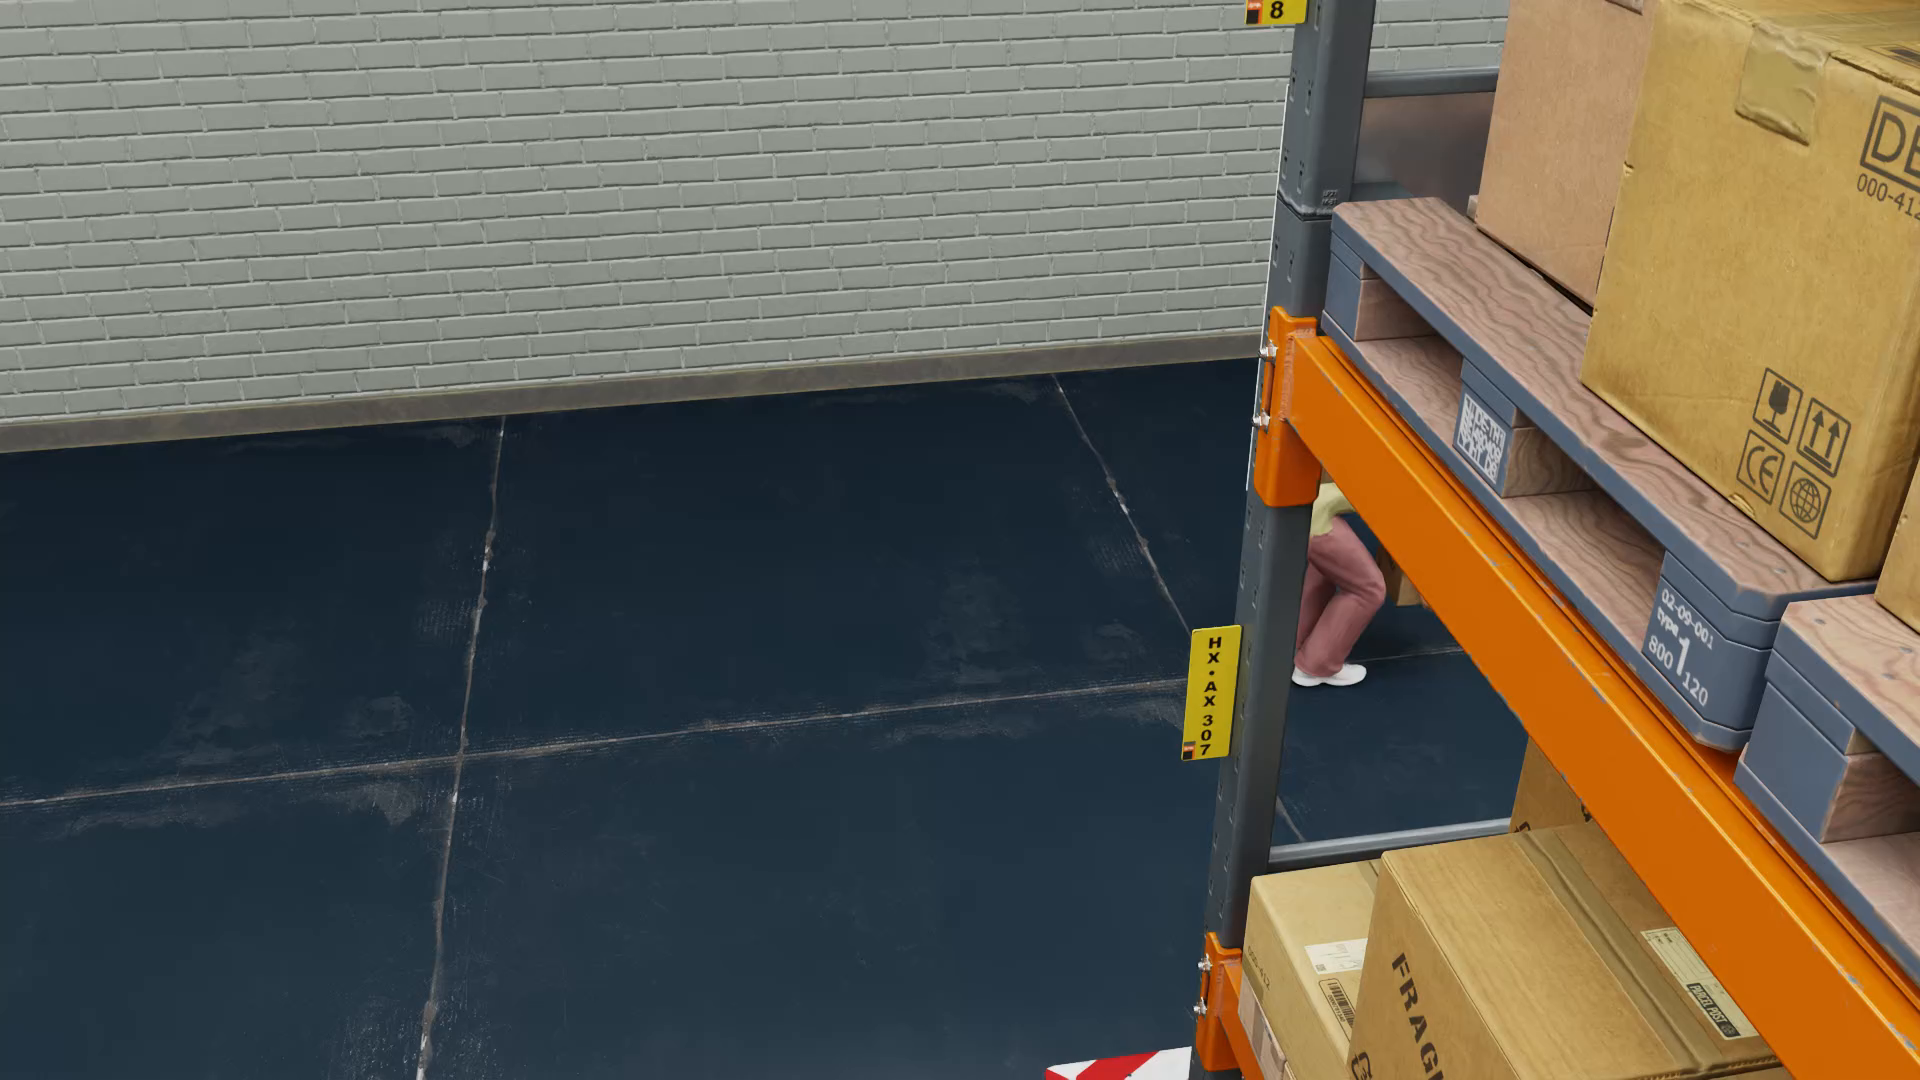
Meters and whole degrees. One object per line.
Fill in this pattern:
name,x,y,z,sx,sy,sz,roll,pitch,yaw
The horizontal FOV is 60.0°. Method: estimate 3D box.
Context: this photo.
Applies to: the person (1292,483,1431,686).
person,1.615,0.042,6.634,0.859,1.093,0.436,-7,31,-11
